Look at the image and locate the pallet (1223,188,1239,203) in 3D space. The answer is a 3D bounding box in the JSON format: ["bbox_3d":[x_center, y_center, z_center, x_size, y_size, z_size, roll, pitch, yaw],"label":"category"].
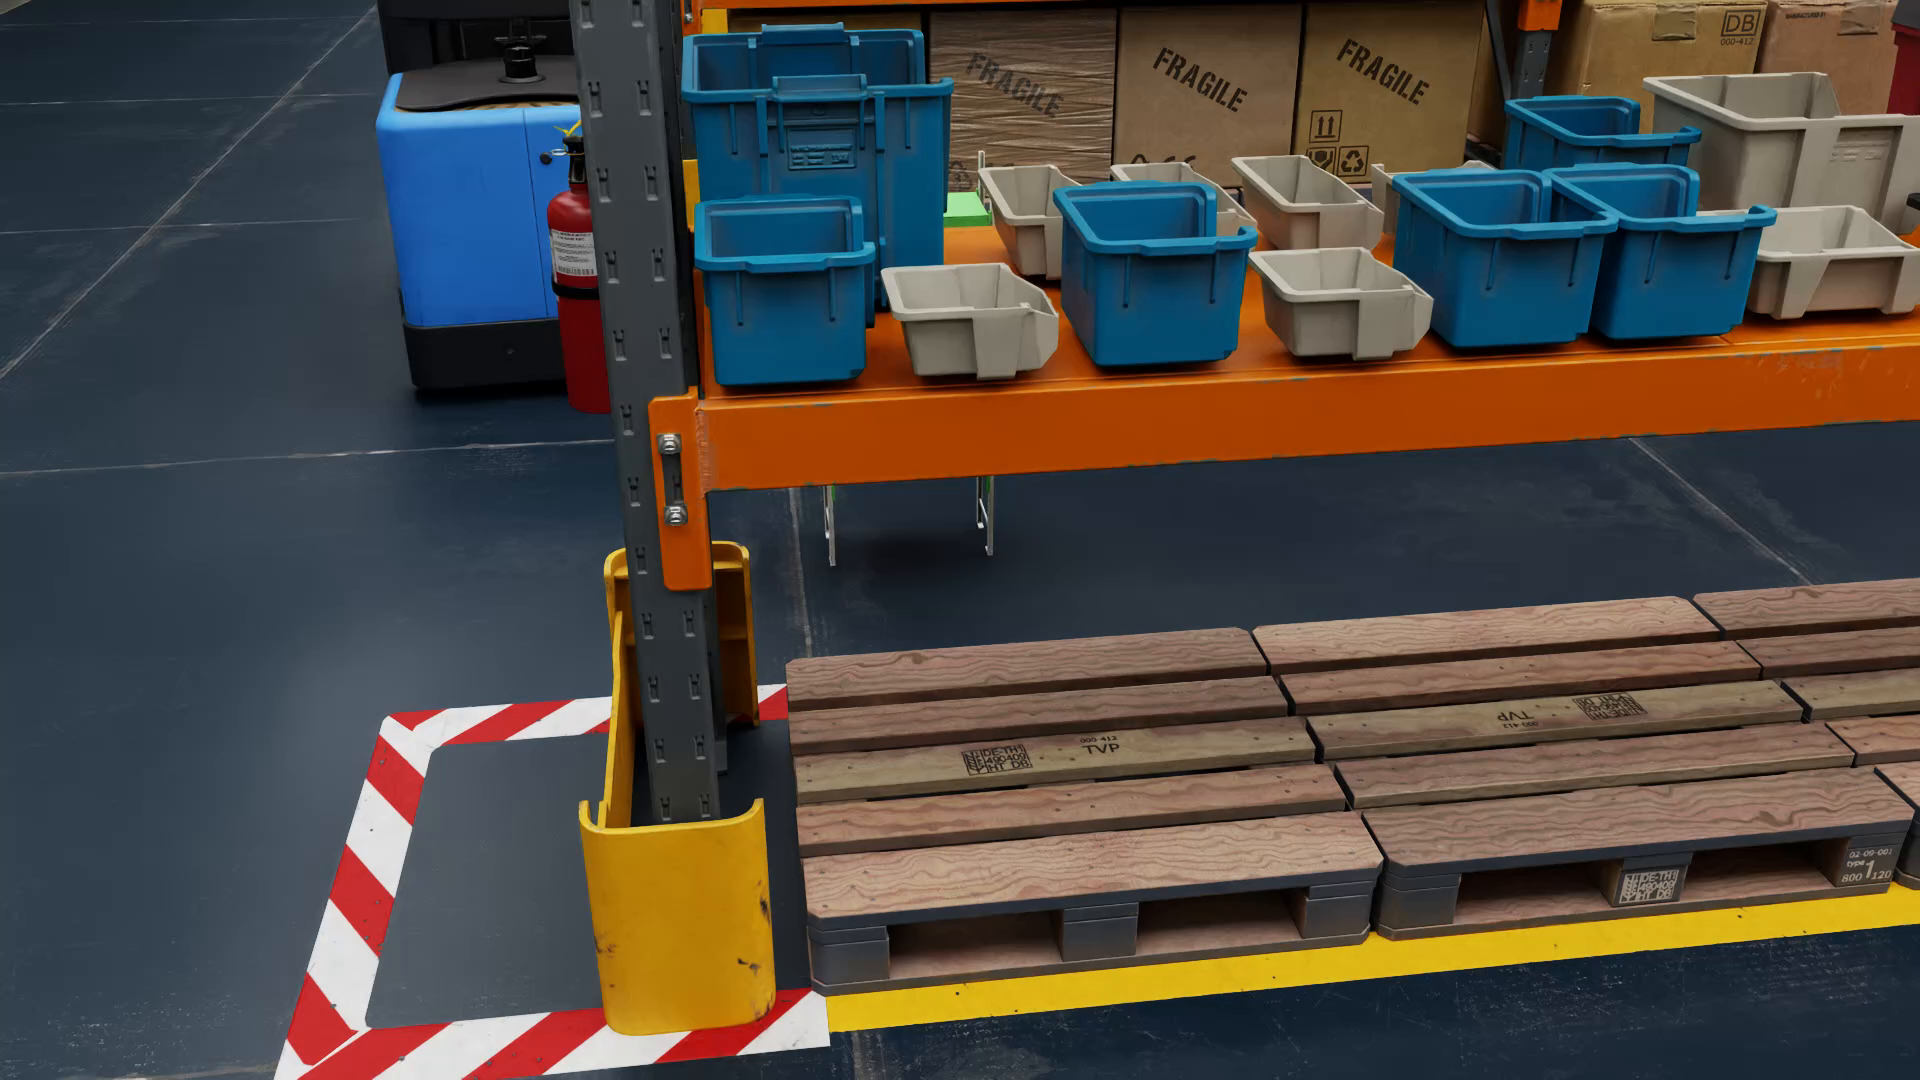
[{"bbox_3d":[0.697,-1.784,8.495,1.213,0.211,1.003,-4,27,-7],"label":"pallet"}]

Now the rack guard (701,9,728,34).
[{"bbox_3d":[-1.805,-4.003,12.505,0.348,0.500,1.175,-4,27,-7],"label":"rack guard"}]

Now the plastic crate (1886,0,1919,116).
[{"bbox_3d":[2.442,-0.989,3.756,0.583,0.464,0.402,-4,27,-7],"label":"plastic crate"}]

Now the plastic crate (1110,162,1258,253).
[{"bbox_3d":[0.472,-0.678,3.509,0.243,0.136,0.396,-4,27,-7],"label":"plastic crate"}]

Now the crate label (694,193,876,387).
[{"bbox_3d":[-0.309,-0.442,2.944,0.303,0.233,0.416,-4,27,-7],"label":"crate label"}]

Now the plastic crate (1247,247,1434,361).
[{"bbox_3d":[0.692,-0.425,3.017,0.298,0.136,0.250,-4,27,-7],"label":"plastic crate"}]

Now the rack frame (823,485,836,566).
[{"bbox_3d":[-0.406,-0.508,4.925,0.015,1.200,0.240,-4,27,-7],"label":"rack frame"}]

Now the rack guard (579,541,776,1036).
[{"bbox_3d":[-0.621,0.496,3.735,0.348,0.500,1.175,-4,27,-7],"label":"rack guard"}]

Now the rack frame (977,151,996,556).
[{"bbox_3d":[0.078,-0.539,4.986,0.015,1.200,0.240,-4,27,-7],"label":"rack frame"}]

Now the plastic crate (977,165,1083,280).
[{"bbox_3d":[0.183,-0.666,3.486,0.243,0.136,0.396,-4,27,-7],"label":"plastic crate"}]

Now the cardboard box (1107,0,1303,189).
[{"bbox_3d":[1.115,-2.295,8.304,0.875,0.875,0.875,-4,27,-7],"label":"cardboard box"}]

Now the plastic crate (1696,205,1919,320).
[{"bbox_3d":[1.679,-0.540,3.240,0.466,0.136,0.293,-4,27,-7],"label":"plastic crate"}]

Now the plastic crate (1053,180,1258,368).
[{"bbox_3d":[0.343,-0.484,3.025,0.300,0.233,0.416,-4,27,-7],"label":"plastic crate"}]

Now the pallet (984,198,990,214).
[{"bbox_3d":[-0.509,-1.708,8.347,1.213,0.211,1.003,-4,27,-7],"label":"pallet"}]

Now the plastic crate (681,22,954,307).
[{"bbox_3d":[-0.294,-0.771,3.363,0.499,0.435,0.616,-4,27,-7],"label":"plastic crate"}]

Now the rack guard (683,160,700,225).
[{"bbox_3d":[-1.313,-1.748,8.110,0.348,0.500,1.175,-4,27,-7],"label":"rack guard"}]

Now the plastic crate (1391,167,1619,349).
[{"bbox_3d":[0.995,-0.526,3.107,0.300,0.233,0.416,-4,27,-7],"label":"plastic crate"}]

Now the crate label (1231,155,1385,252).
[{"bbox_3d":[0.744,-0.707,3.565,0.243,0.136,0.396,-4,27,-7],"label":"crate label"}]

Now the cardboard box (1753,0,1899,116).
[{"bbox_3d":[4.187,-2.465,8.636,0.875,0.875,1.225,-5,28,-9],"label":"cardboard box"}]

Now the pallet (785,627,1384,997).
[{"bbox_3d":[0.223,0.583,3.883,1.213,0.211,1.003,-4,27,-7],"label":"pallet"}]

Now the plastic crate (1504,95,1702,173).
[{"bbox_3d":[1.398,-0.822,3.684,0.300,0.233,0.416,-4,27,-7],"label":"plastic crate"}]

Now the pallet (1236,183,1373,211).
[{"bbox_3d":[1.908,-1.863,8.649,1.213,0.211,1.003,-4,27,-7],"label":"pallet"}]

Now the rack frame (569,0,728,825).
[{"bbox_3d":[-0.600,-0.623,3.179,0.127,3.000,1.000,-4,27,-7],"label":"rack frame"}]

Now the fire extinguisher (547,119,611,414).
[{"bbox_3d":[-0.812,-0.619,3.663,0.183,0.674,0.296,-4,27,-7],"label":"fire extinguisher"}]

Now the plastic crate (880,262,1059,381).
[{"bbox_3d":[0.020,-0.382,2.932,0.298,0.136,0.250,-4,27,-7],"label":"plastic crate"}]

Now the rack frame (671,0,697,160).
[{"bbox_3d":[-1.290,-2.862,7.542,0.127,3.000,1.000,-4,27,-7],"label":"rack frame"}]

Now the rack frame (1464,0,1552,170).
[{"bbox_3d":[2.671,-3.117,8.038,0.127,3.000,1.000,-4,27,-7],"label":"rack frame"}]

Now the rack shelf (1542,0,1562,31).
[{"bbox_3d":[4.652,-2.924,8.450,4.000,0.370,1.077,-4,27,-7],"label":"rack shelf"}]

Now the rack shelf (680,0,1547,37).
[{"bbox_3d":[0.691,-2.669,7.955,4.000,0.370,1.077,-4,27,-7],"label":"rack shelf"}]

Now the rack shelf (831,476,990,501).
[{"bbox_3d":[-0.164,-0.253,5.094,0.480,0.148,0.258,-4,27,-7],"label":"rack shelf"}]

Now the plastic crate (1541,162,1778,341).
[{"bbox_3d":[1.292,-0.545,3.144,0.300,0.233,0.416,-4,27,-7],"label":"plastic crate"}]

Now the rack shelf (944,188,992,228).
[{"bbox_3d":[-0.164,-0.894,4.766,0.480,0.148,0.258,-4,27,-7],"label":"rack shelf"}]

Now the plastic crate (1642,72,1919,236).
[{"bbox_3d":[1.824,-0.838,3.661,0.530,0.282,0.437,-4,27,-7],"label":"plastic crate"}]

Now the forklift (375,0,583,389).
[{"bbox_3d":[-1.880,-2.518,6.946,1.130,2.935,3.031,-6,28,-12],"label":"forklift"}]

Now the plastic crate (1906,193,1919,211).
[{"bbox_3d":[2.291,-0.589,3.348,0.590,0.125,0.437,-4,27,-7],"label":"plastic crate"}]

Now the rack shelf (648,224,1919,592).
[{"bbox_3d":[1.381,-0.430,3.591,4.000,0.370,1.077,-4,27,-7],"label":"rack shelf"}]

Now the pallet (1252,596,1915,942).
[{"bbox_3d":[1.428,0.507,4.032,1.213,0.211,1.003,-4,27,-7],"label":"pallet"}]

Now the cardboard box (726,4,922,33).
[{"bbox_3d":[-0.667,-2.181,8.081,0.875,0.875,0.875,-4,27,-7],"label":"cardboard box"}]

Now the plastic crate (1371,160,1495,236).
[{"bbox_3d":[1.035,-0.734,3.618,0.250,0.136,0.298,-4,27,-7],"label":"plastic crate"}]

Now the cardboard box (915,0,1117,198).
[{"bbox_3d":[0.234,-2.238,8.194,0.875,0.875,0.875,-4,27,-7],"label":"cardboard box"}]

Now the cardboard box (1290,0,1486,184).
[{"bbox_3d":[2.007,-2.352,8.416,0.875,0.875,0.875,-4,27,-7],"label":"cardboard box"}]

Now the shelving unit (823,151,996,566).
[{"bbox_3d":[-0.164,-0.523,4.956,0.503,1.200,0.258,-4,27,-7],"label":"shelving unit"}]

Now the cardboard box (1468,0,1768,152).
[{"bbox_3d":[3.302,-2.408,8.524,0.875,0.875,1.225,-4,27,-7],"label":"cardboard box"}]

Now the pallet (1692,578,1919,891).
[{"bbox_3d":[2.639,0.427,4.186,1.213,0.211,1.003,-4,27,-7],"label":"pallet"}]

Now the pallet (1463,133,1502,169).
[{"bbox_3d":[3.425,-1.959,8.837,1.213,0.211,1.003,-4,27,-7],"label":"pallet"}]
